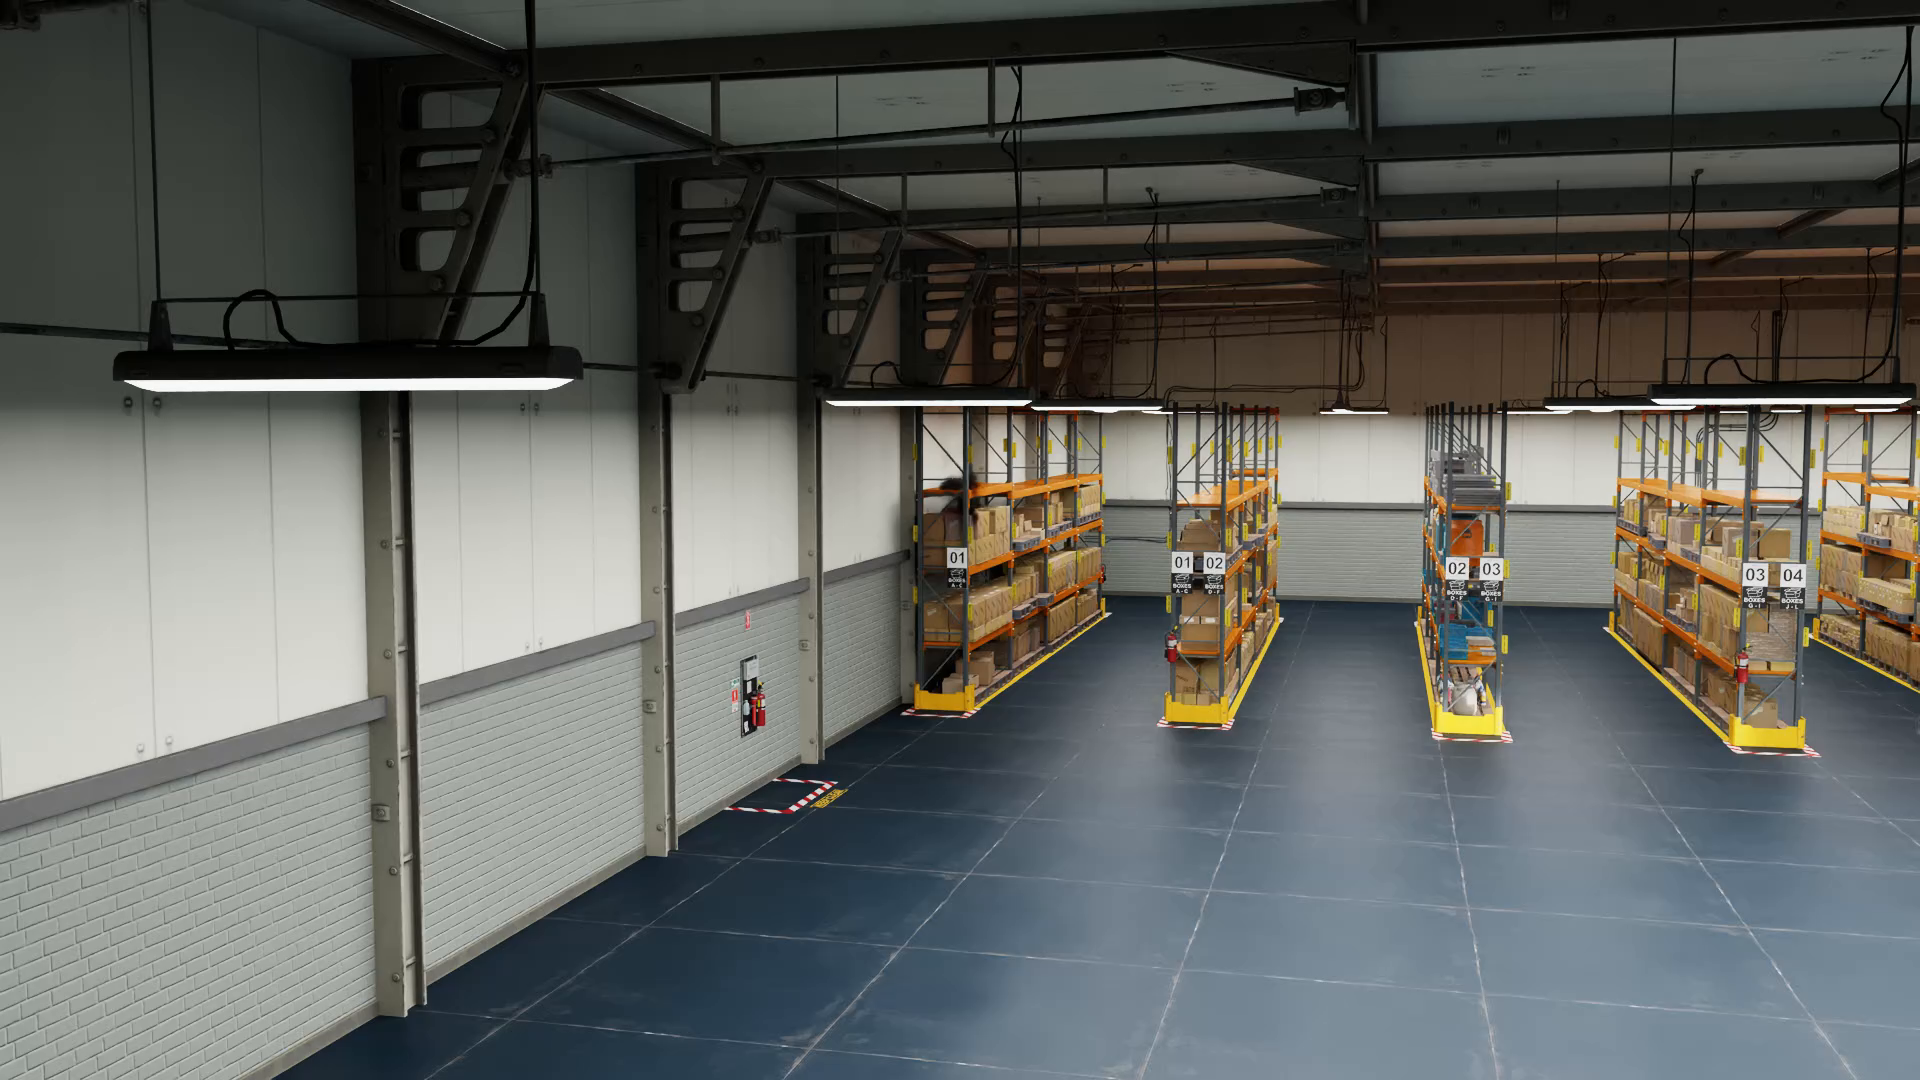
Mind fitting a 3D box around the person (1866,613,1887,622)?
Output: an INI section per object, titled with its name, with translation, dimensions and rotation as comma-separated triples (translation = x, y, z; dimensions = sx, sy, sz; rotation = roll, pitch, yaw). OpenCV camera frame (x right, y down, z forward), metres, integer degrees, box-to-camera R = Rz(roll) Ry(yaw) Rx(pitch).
[person]
translation = 24.193, 1.607, 44.083
dimensions = 0.957, 1.667, 0.559
rotation = 0, 4, 1
